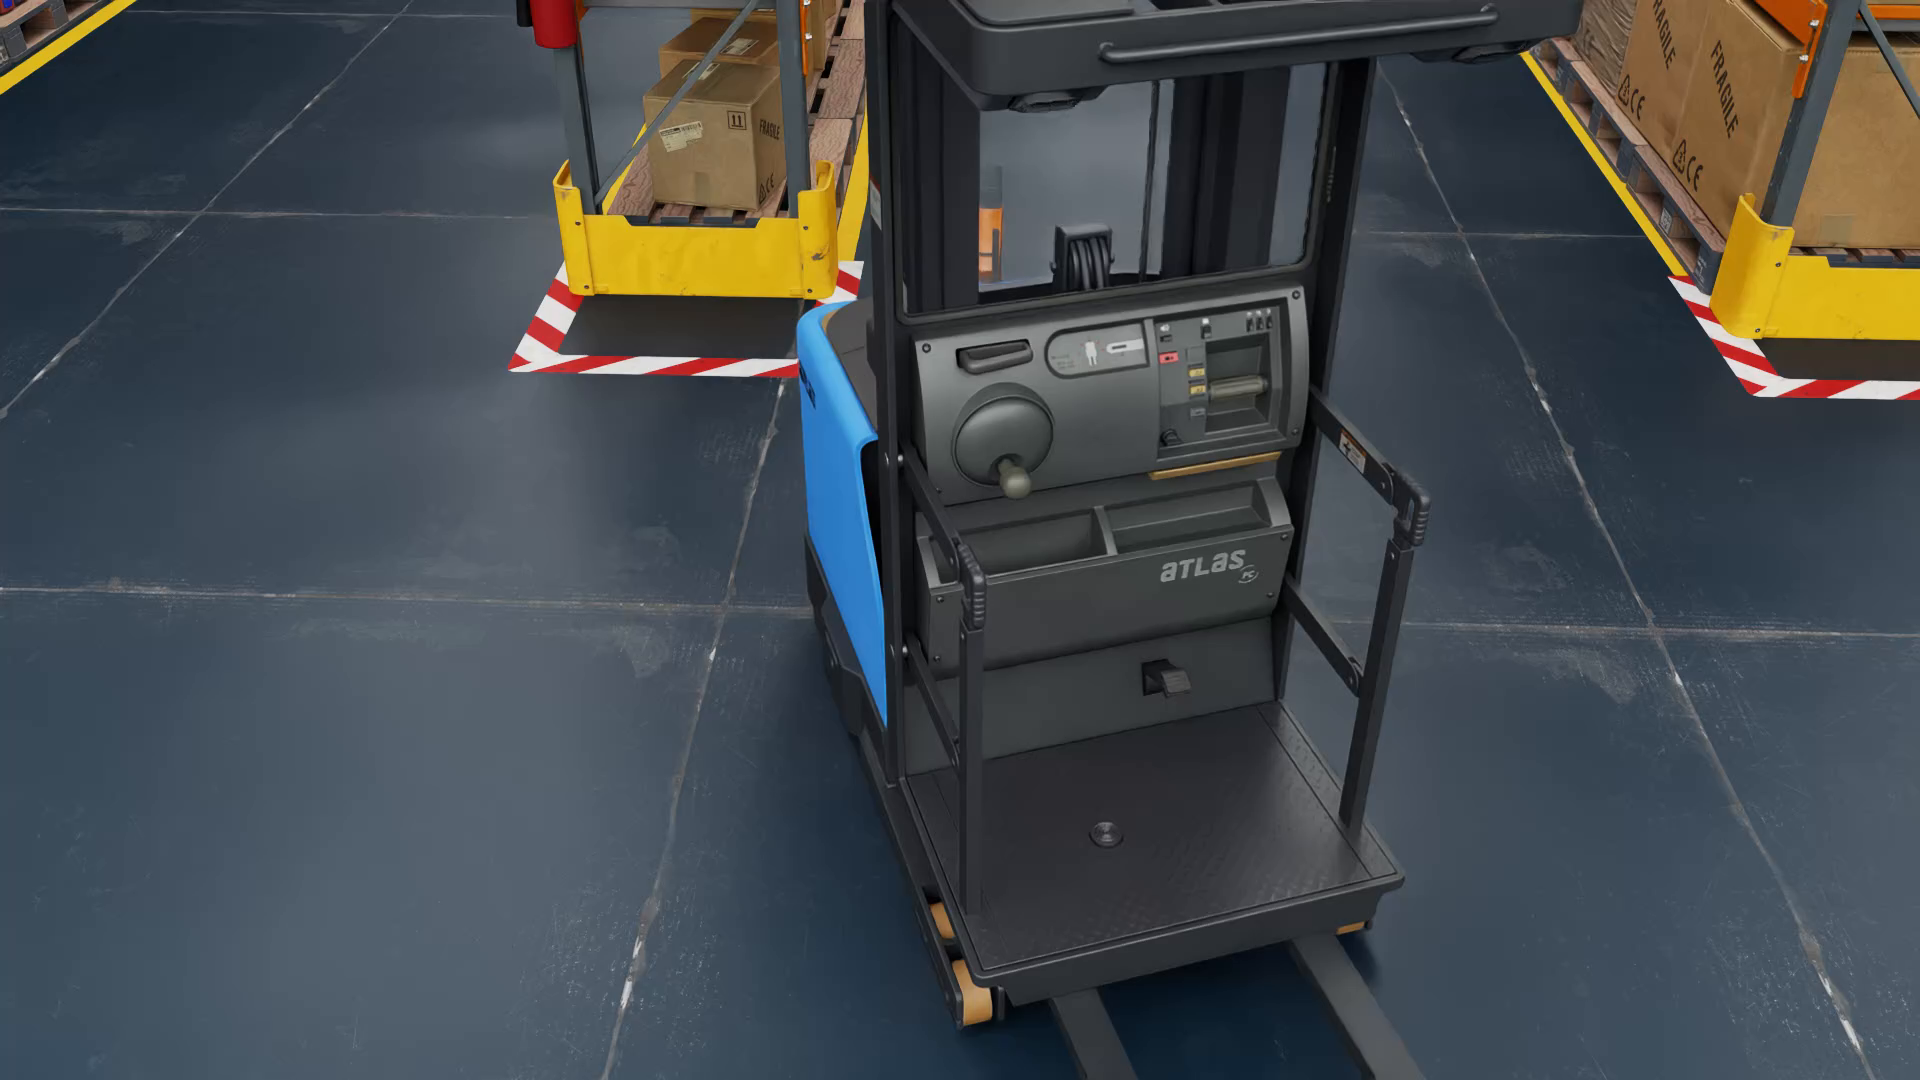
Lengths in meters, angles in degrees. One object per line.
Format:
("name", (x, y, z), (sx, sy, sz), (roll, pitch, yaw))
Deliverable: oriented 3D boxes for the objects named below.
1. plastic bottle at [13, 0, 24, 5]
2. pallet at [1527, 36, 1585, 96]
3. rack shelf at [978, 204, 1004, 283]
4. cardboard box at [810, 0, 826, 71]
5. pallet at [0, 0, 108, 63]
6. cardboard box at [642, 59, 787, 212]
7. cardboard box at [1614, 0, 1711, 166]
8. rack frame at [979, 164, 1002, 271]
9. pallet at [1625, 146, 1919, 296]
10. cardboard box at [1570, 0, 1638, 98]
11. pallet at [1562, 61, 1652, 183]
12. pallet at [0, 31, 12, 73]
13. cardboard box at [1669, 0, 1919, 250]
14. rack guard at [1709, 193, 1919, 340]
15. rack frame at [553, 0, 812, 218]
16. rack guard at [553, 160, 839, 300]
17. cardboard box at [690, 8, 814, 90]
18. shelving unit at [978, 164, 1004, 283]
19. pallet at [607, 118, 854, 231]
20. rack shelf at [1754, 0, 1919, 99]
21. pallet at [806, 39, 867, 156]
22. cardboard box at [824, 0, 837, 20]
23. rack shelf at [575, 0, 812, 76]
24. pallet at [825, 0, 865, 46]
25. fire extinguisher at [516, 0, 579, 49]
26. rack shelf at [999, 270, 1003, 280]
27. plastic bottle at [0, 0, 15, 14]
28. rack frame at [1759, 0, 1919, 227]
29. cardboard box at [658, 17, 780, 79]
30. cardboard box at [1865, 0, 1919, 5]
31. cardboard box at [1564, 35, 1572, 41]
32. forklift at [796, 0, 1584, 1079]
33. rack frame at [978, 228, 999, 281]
("plastic bottle", (-5.671, -3.364, 9.849), (0.144, 0.351, 0.185), (0, 35, 0))
("pallet", (3.867, -2.892, 9.681), (1.003, 0.211, 1.213), (1, 35, 2))
("rack shelf", (0.007, -0.907, 5.314), (0.258, 0.148, 0.480), (1, 35, 2))
("cardboard box", (-0.994, -2.873, 9.037), (0.500, 0.500, 0.500), (-2, 35, -2))
("pallet", (-5.994, -3.229, 10.161), (1.003, 0.211, 1.213), (1, 35, 2))
("cardboard box", (-1.095, -1.849, 7.582), (0.500, 0.500, 0.500), (8, 36, 11))
("cardboard box", (3.810, -2.369, 7.994), (0.875, 0.875, 0.875), (1, 35, 1))
("rack frame", (0.016, -0.726, 5.740), (0.240, 1.200, 0.015), (1, 35, 2))
("pallet", (3.769, -1.490, 7.686), (1.003, 0.211, 1.213), (1, 35, 2))
("cardboard box", (3.848, -2.892, 8.739), (0.875, 0.875, 0.875), (2, 35, 2))
("pallet", (3.821, -2.189, 8.681), (1.003, 0.211, 1.213), (1, 35, 2))
("pallet", (-6.040, -2.526, 9.161), (1.003, 0.211, 1.213), (1, 35, 2))
("cardboard box", (3.776, -1.863, 7.275), (0.875, 0.875, 0.875), (2, 35, 2))
("rack guard", (3.814, -1.133, 6.927), (1.175, 0.500, 0.348), (1, 35, 2))
("rack frame", (-1.137, -2.342, 6.474), (1.000, 3.000, 0.127), (1, 35, 2))
("rack guard", (-1.134, -1.363, 7.255), (1.175, 0.500, 0.348), (1, 35, 2))
("cardboard box", (-1.061, -2.553, 8.583), (0.500, 0.500, 0.500), (4, 35, 6))
("shelving unit", (0.007, -0.586, 5.540), (0.258, 1.200, 0.503), (1, 35, 2))
("pallet", (-1.066, -1.711, 8.001), (1.003, 0.211, 1.213), (1, 35, 2))
("rack shelf", (3.896, -3.024, 8.070), (1.077, 0.370, 4.000), (1, 35, 2))
("pallet", (-1.014, -2.410, 8.995), (1.003, 0.211, 1.213), (1, 35, 2))
("cardboard box", (-1.047, -3.231, 9.547), (0.500, 0.500, 0.500), (12, 37, 17))
("rack shelf", (-1.056, -3.197, 8.315), (1.077, 0.370, 4.000), (1, 35, 2))
("pallet", (-0.968, -3.113, 9.995), (1.003, 0.211, 1.213), (1, 35, 2))
("fire extinguisher", (-1.602, -2.255, 6.417), (0.296, 0.674, 0.183), (1, 35, 2))
("rack shelf", (0.007, -0.714, 5.450), (0.258, 0.148, 0.480), (1, 35, 2))
("plastic bottle", (-5.635, -3.242, 9.734), (0.061, 0.283, 0.133), (4, 35, 5))
("rack frame", (3.815, -2.169, 6.228), (1.000, 3.000, 0.127), (1, 35, 2))
("cardboard box", (-1.105, -2.194, 8.071), (0.500, 0.500, 0.500), (10, 36, 14))
("cardboard box", (3.785, -2.445, 6.490), (0.875, 0.550, 0.550), (1, 35, 2))
("cardboard box", (3.881, -3.410, 9.476), (0.875, 0.875, 0.875), (2, 35, 3))
("forklift", (0.419, -0.273, 3.589), (1.130, 2.935, 3.031), (-10, 36, -14))
("rack frame", (-0.003, -0.446, 5.341), (0.240, 1.200, 0.015), (1, 35, 2))
